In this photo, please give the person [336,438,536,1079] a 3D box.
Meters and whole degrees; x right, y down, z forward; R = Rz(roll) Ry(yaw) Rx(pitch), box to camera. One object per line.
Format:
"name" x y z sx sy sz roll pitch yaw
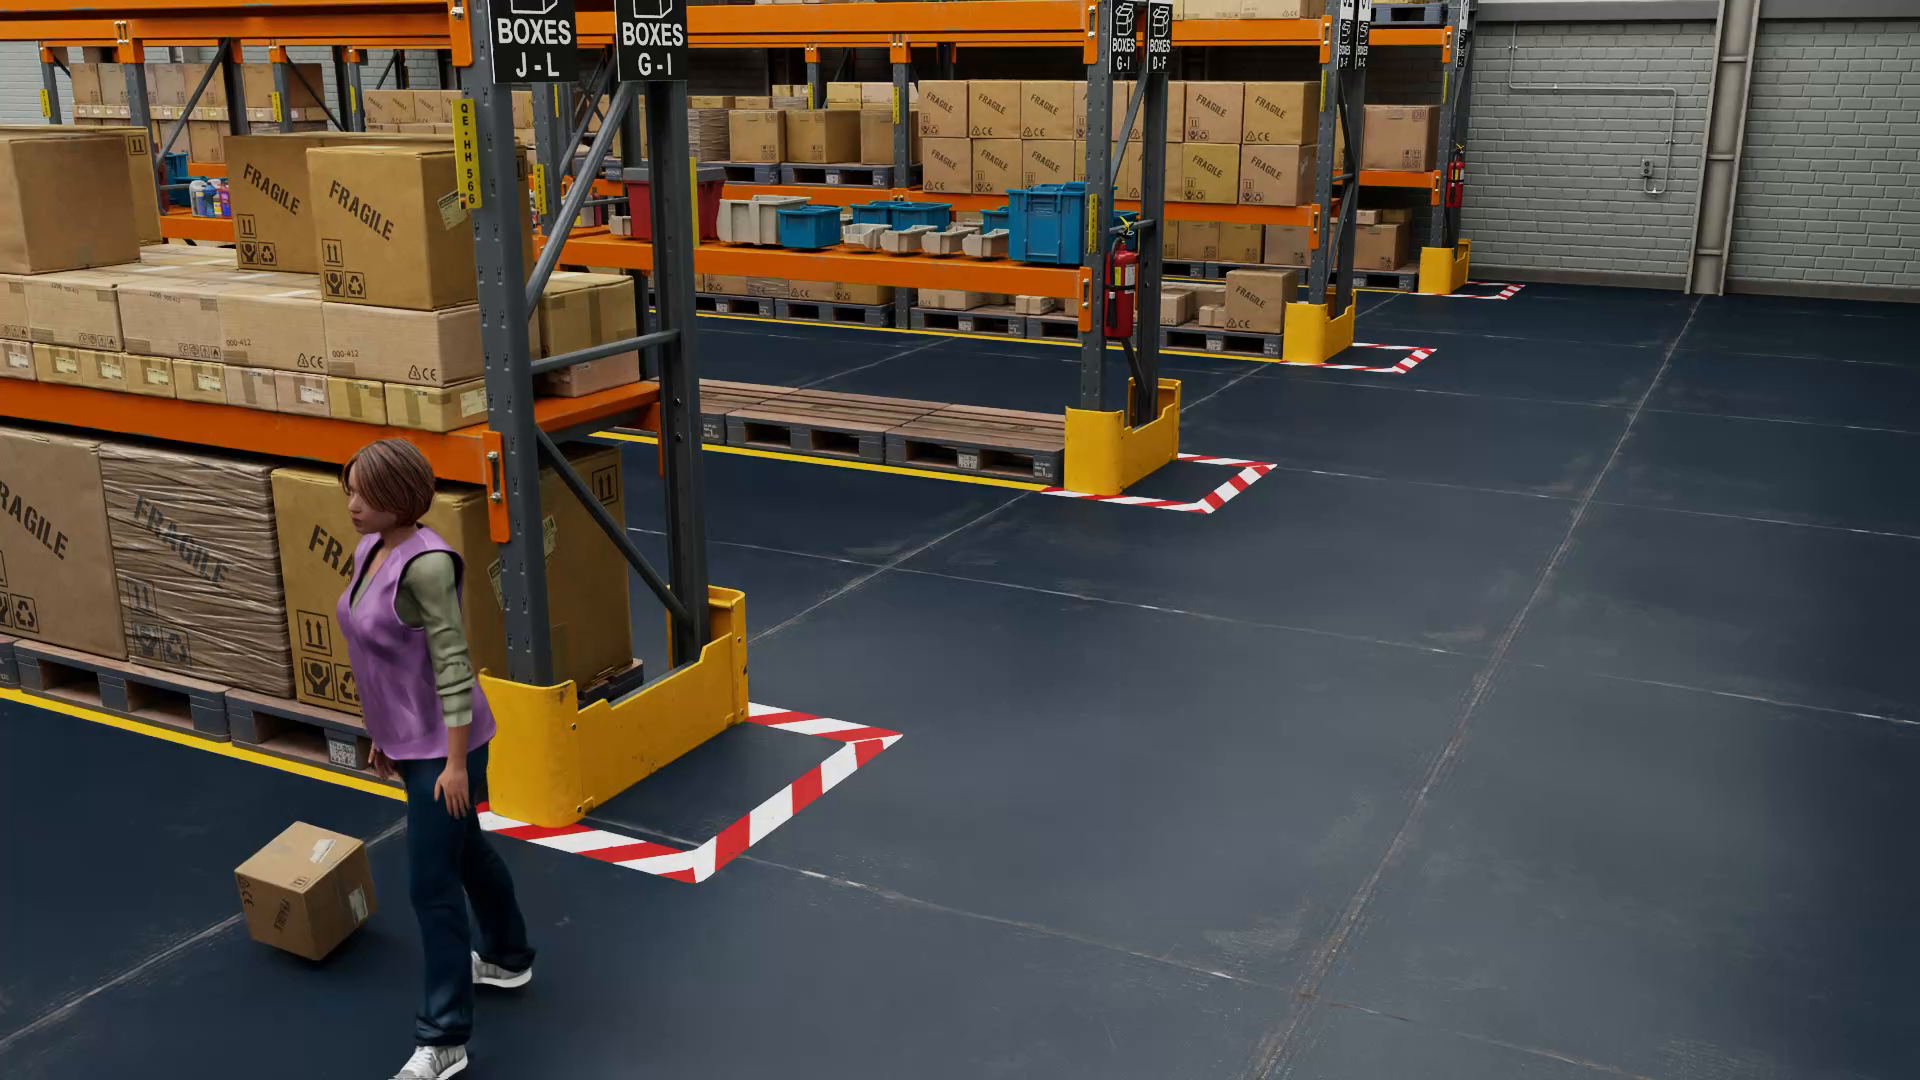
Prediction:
"person" -1.332 0.529 4.145 0.538 1.588 0.613 -11 19 -33
